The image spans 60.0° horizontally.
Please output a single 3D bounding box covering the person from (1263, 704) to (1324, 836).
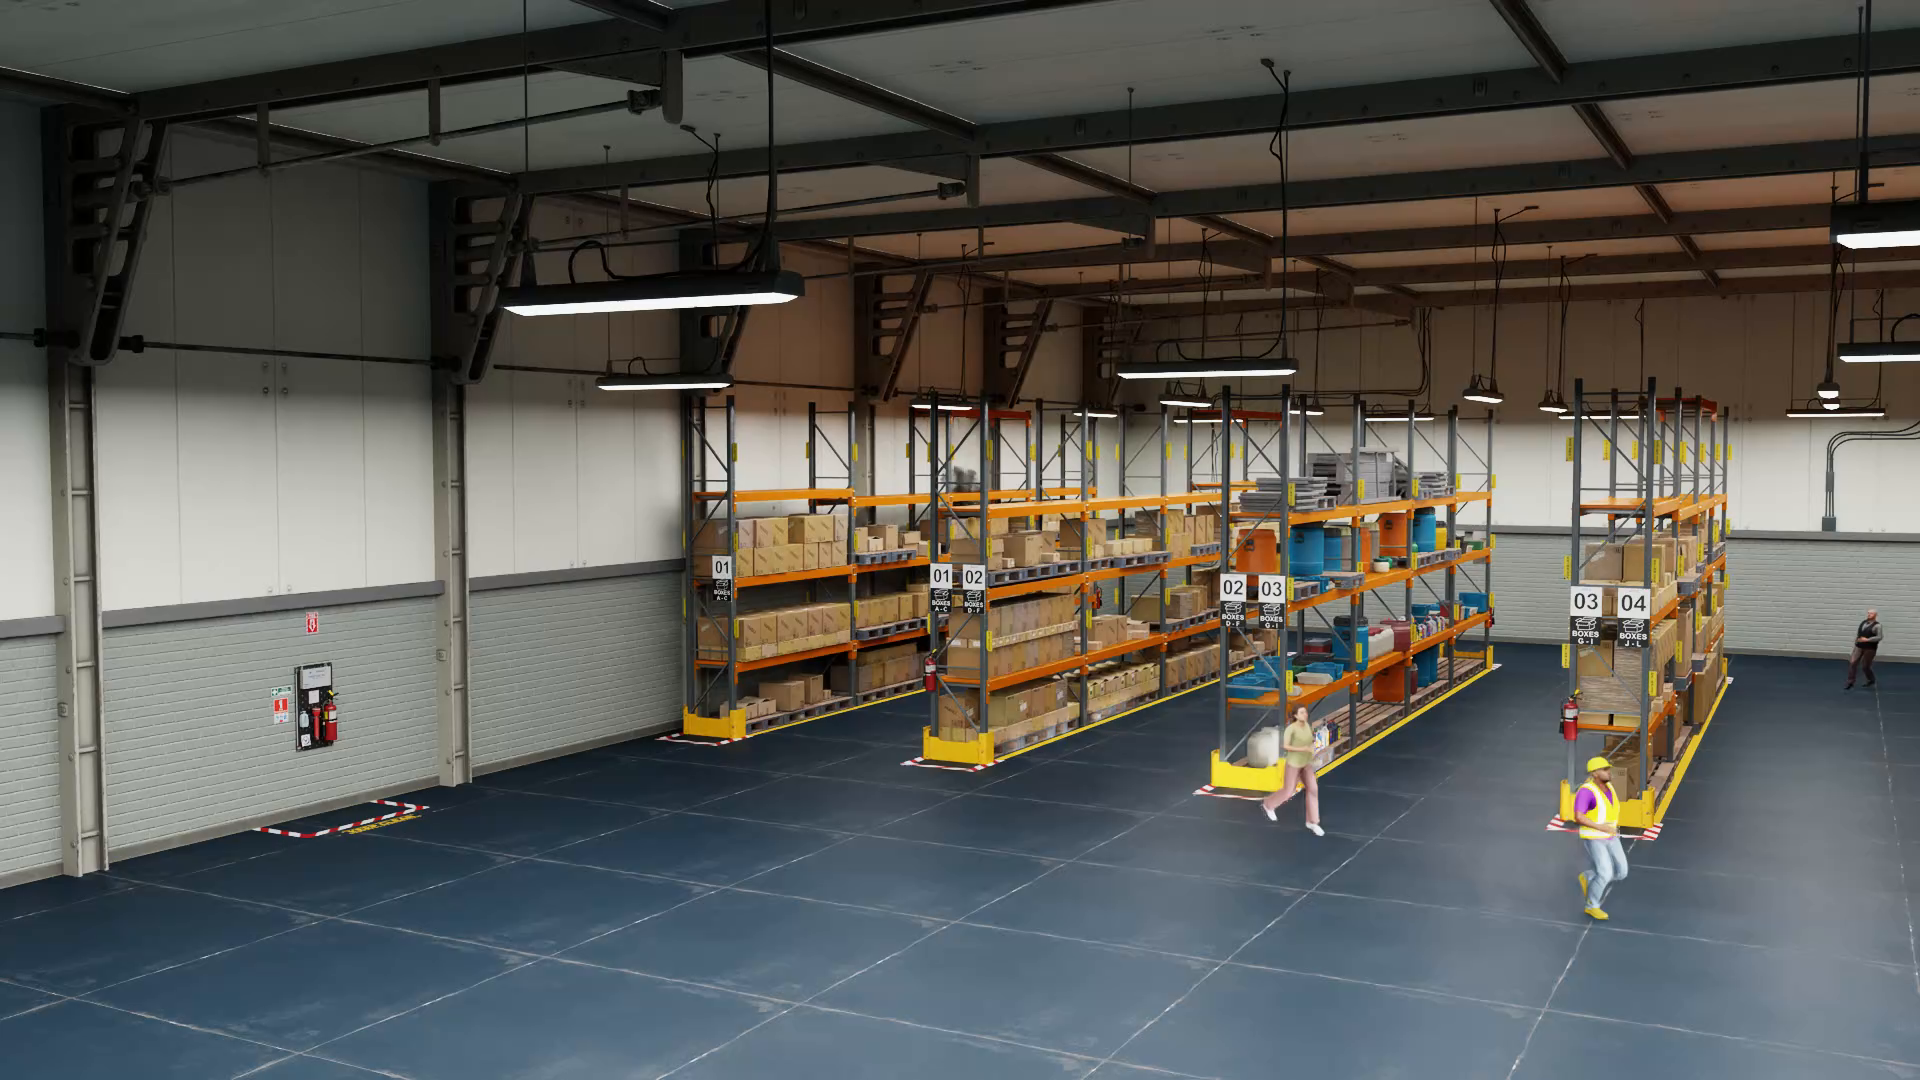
[{"bbox_3d":[4.456,3.002,22.066,0.583,1.687,0.970,-2,4,-32],"label":"person"}]

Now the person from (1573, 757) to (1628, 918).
[{"bbox_3d":[6.892,3.197,17.910,0.744,1.722,0.593,-2,4,-36],"label":"person"}]

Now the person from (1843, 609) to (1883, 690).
[{"bbox_3d":[19.009,2.302,34.883,0.896,1.704,0.670,-1,3,-26],"label":"person"}]
